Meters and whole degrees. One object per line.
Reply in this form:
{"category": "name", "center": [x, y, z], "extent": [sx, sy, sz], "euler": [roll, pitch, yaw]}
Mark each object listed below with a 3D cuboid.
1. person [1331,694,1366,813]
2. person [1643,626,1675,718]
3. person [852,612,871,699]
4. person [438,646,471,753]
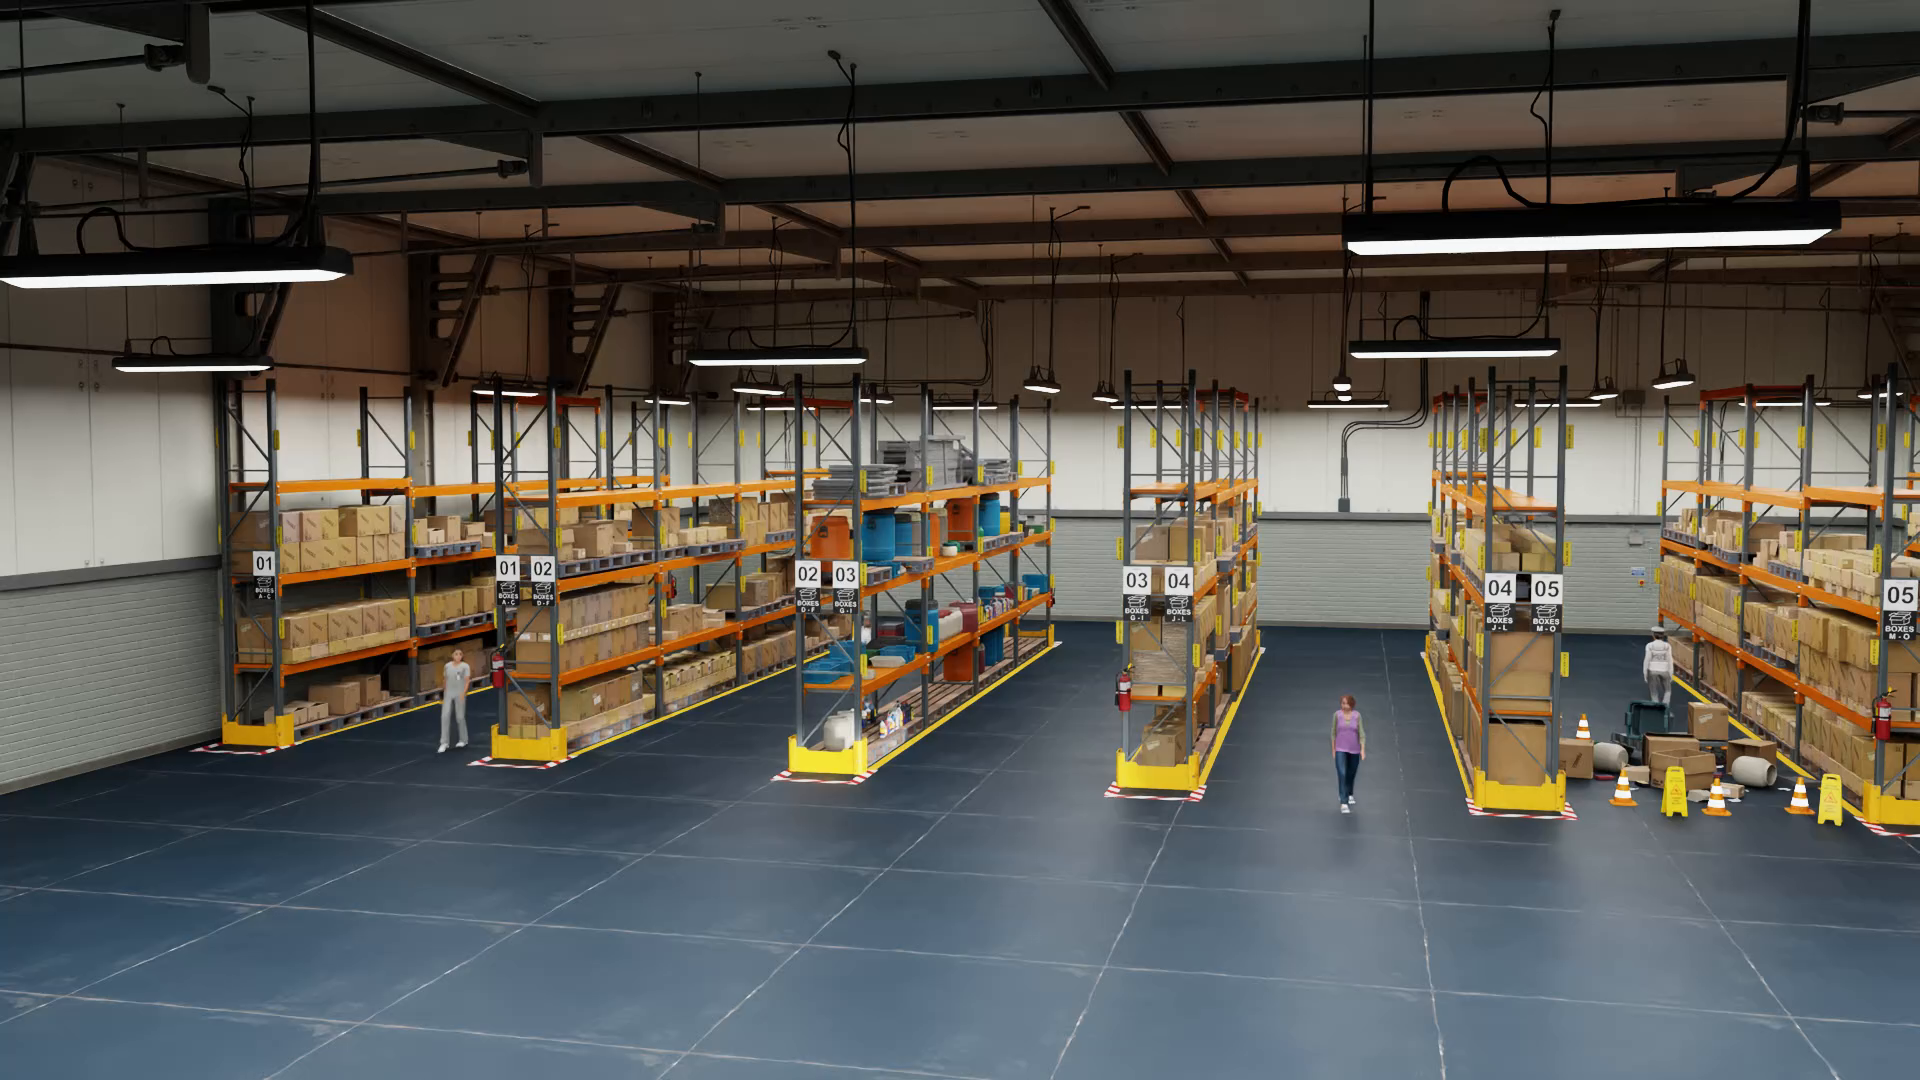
{"category": "person", "center": [5.247, 2.852, 22.461], "extent": [0.439, 1.548, 0.896], "euler": [0, 3, 7]}
{"category": "person", "center": [12.466, 2.390, 29.656], "extent": [0.521, 1.673, 0.480], "euler": [1, 4, 14]}
{"category": "person", "center": [-1.739, 2.127, 30.924], "extent": [0.609, 1.563, 0.747], "euler": [0, 3, 5]}
{"category": "person", "center": [-8.197, 2.566, 26.921], "extent": [0.465, 1.663, 0.741], "euler": [0, 3, -2]}
